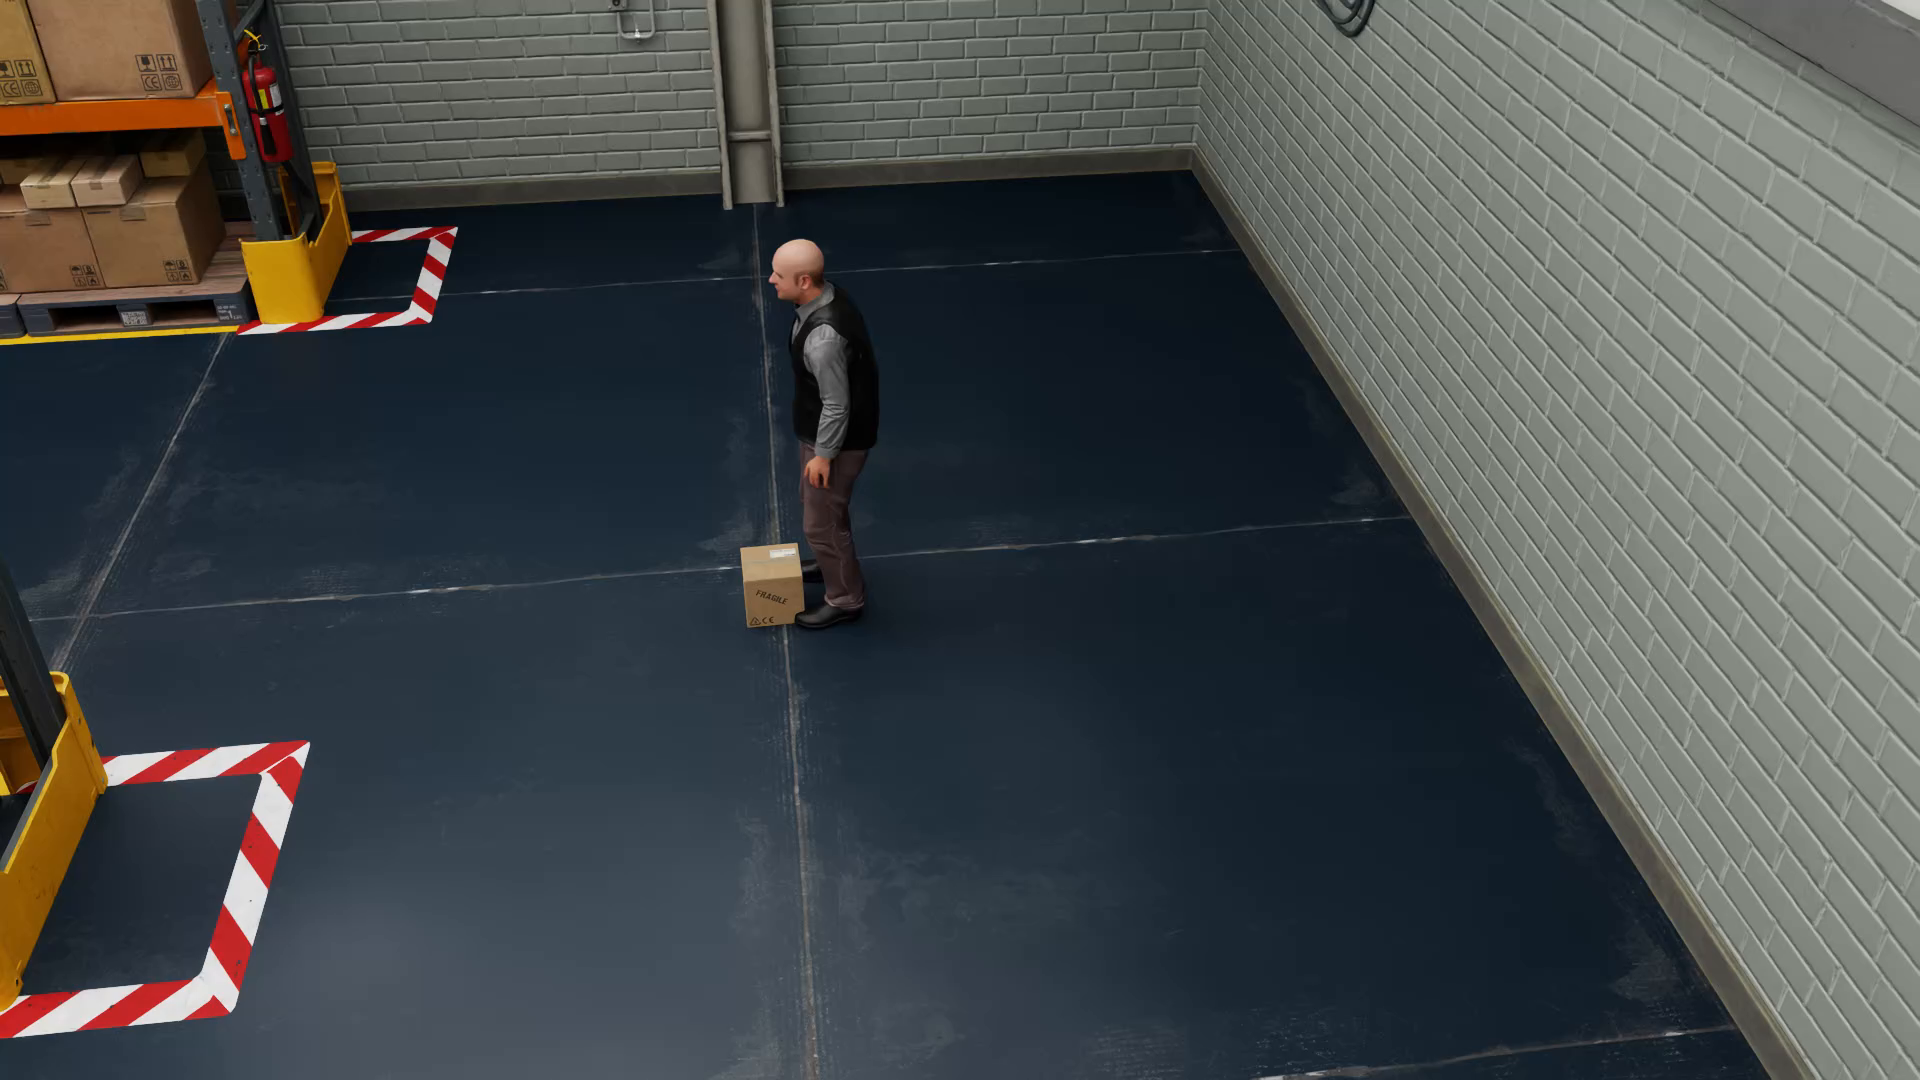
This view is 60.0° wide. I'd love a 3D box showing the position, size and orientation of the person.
[{"bbox_3d":[-0.532,-0.439,6.801,0.414,1.721,0.580,-5,35,-7],"label":"person"}]
